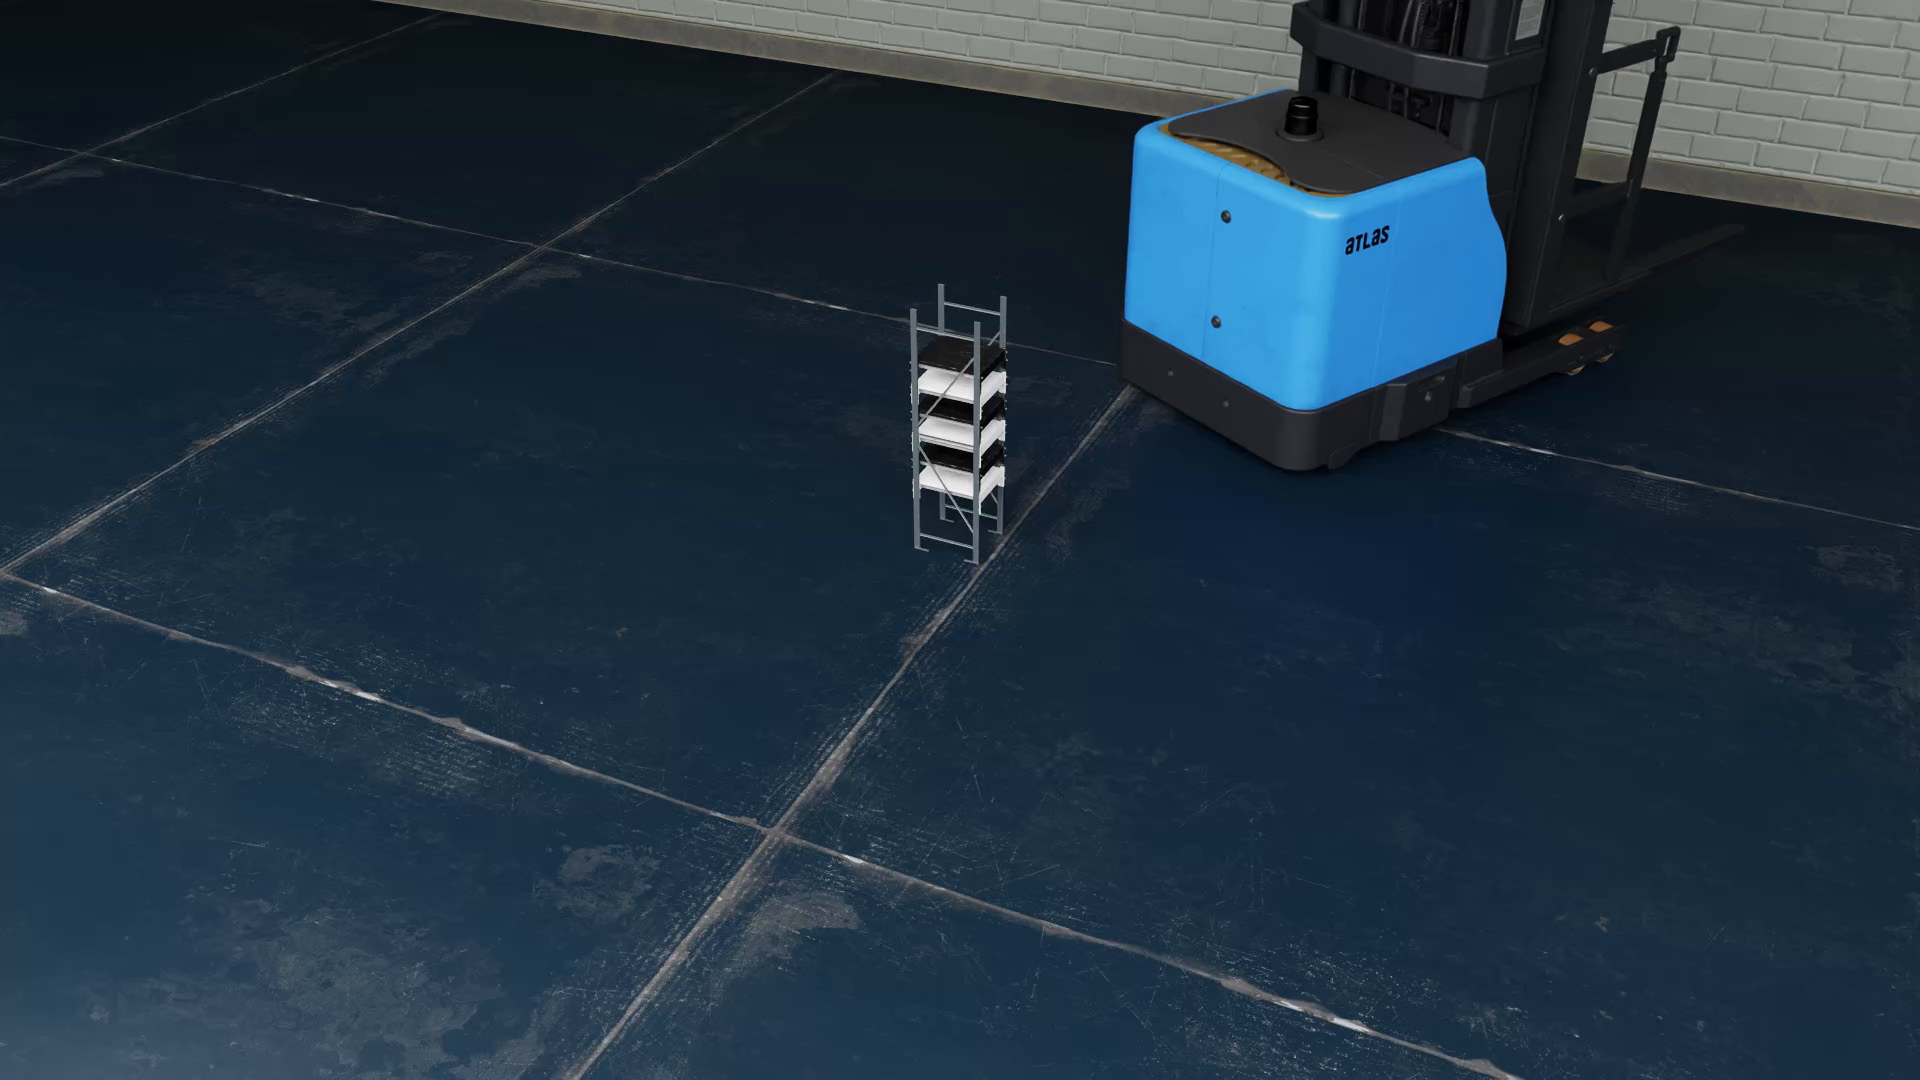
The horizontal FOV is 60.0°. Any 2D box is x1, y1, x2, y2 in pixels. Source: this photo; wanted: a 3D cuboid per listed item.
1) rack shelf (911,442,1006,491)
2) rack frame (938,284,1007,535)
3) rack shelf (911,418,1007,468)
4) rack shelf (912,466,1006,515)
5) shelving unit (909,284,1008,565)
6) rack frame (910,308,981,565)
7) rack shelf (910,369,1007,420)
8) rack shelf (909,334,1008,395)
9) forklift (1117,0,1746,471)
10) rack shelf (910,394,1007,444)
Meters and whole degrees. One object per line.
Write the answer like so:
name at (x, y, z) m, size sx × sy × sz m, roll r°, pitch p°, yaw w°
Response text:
rack shelf at (-0.003, -0.269, 5.565) m, size 0.258 × 0.077 × 0.200 m, roll 14°, pitch 36°, yaw 20°
rack frame at (0.039, -0.423, 5.574) m, size 0.240 × 0.900 × 0.006 m, roll 14°, pitch 36°, yaw 20°
rack shelf at (-0.003, -0.344, 5.515) m, size 0.258 × 0.077 × 0.200 m, roll 14°, pitch 36°, yaw 20°
rack shelf at (-0.003, -0.194, 5.614) m, size 0.258 × 0.077 × 0.200 m, roll 14°, pitch 36°, yaw 20°
shelving unit at (-0.003, -0.372, 5.497) m, size 0.258 × 0.900 × 0.210 m, roll 14°, pitch 36°, yaw 20°
rack frame at (-0.046, -0.322, 5.420) m, size 0.240 × 0.900 × 0.006 m, roll 14°, pitch 36°, yaw 20°
rack shelf at (-0.003, -0.495, 5.417) m, size 0.258 × 0.077 × 0.200 m, roll 14°, pitch 36°, yaw 20°
rack shelf at (-0.003, -0.570, 5.367) m, size 0.258 × 0.077 × 0.200 m, roll 14°, pitch 36°, yaw 20°
forklift at (2.120, -2.111, 6.296) m, size 3.031 × 2.935 × 1.130 m, roll -22°, pitch 39°, yaw -29°
rack shelf at (-0.003, -0.420, 5.466) m, size 0.258 × 0.077 × 0.200 m, roll 14°, pitch 36°, yaw 20°
